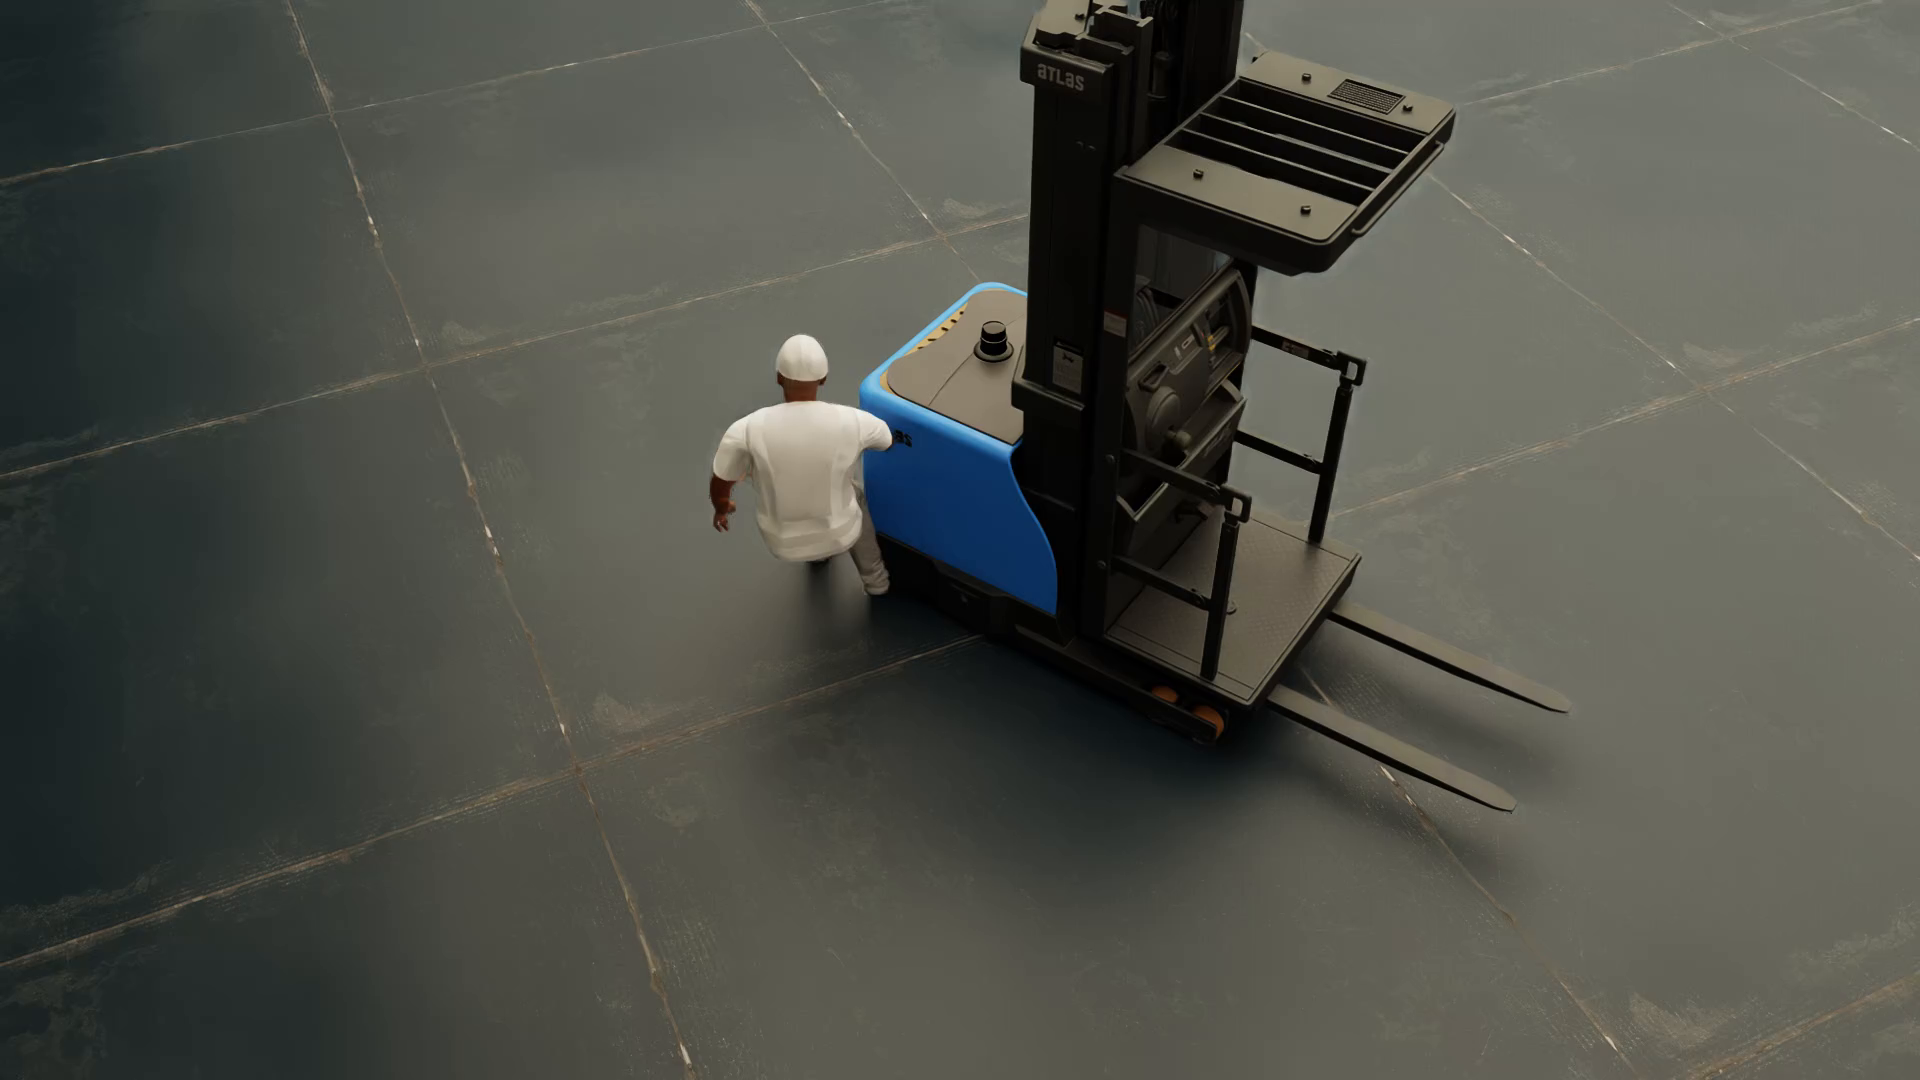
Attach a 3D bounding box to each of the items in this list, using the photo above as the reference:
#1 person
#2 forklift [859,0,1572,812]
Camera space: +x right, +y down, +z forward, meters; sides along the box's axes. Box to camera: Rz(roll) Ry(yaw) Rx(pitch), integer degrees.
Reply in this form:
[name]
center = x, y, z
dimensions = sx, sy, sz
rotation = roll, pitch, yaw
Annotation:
[person]
center = -0.662, -0.295, 7.099
dimensions = 0.813, 1.550, 0.910
rotation = -6, 43, -7
[forklift]
center = 1.062, -0.638, 6.364
dimensions = 3.031, 2.935, 1.130
rotation = 25, 49, 24
